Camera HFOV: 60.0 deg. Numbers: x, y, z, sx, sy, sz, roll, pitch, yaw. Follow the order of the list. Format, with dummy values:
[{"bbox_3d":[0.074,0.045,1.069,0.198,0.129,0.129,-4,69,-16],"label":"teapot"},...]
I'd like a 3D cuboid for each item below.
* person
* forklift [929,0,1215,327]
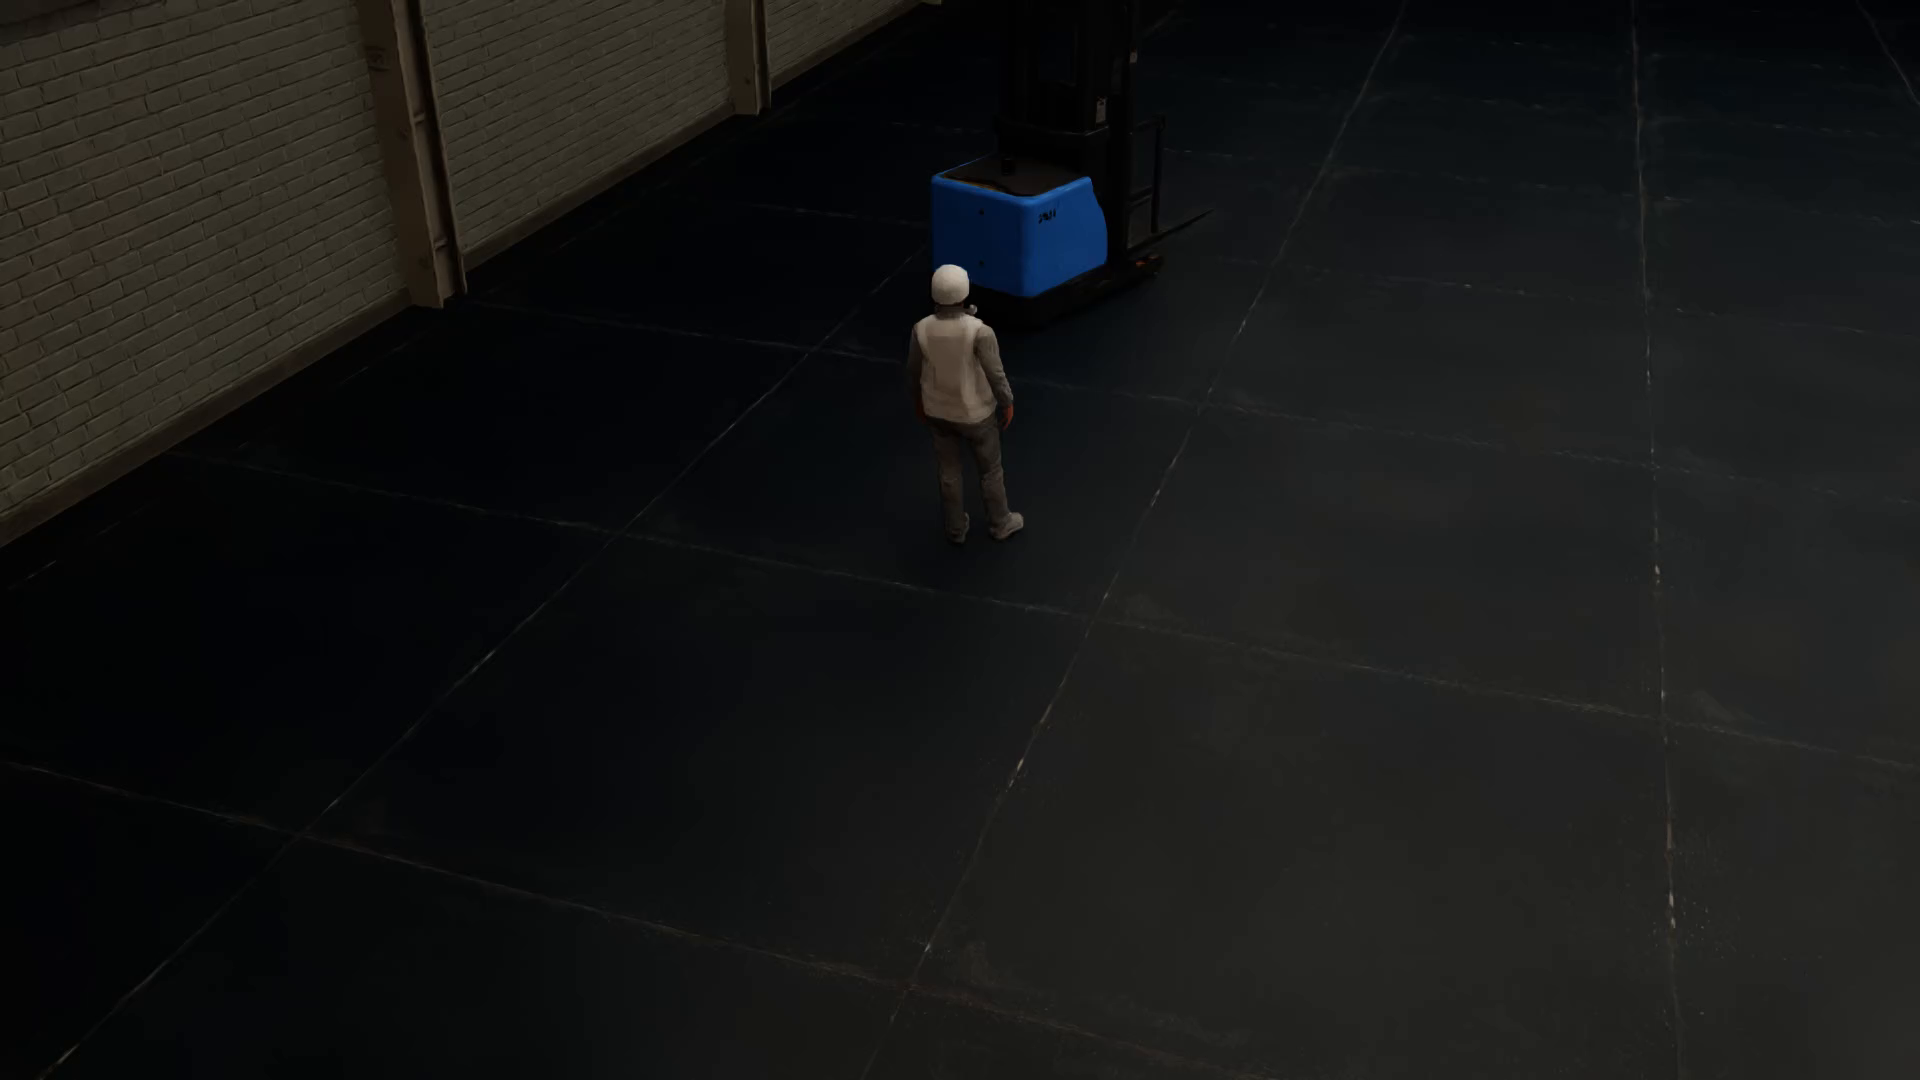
[{"bbox_3d":[0.028,-0.805,9.702,0.632,1.773,0.567,10,31,16],"label":"person"},{"bbox_3d":[1.068,-3.578,13.413,1.130,2.935,3.031,22,36,33],"label":"forklift"}]
